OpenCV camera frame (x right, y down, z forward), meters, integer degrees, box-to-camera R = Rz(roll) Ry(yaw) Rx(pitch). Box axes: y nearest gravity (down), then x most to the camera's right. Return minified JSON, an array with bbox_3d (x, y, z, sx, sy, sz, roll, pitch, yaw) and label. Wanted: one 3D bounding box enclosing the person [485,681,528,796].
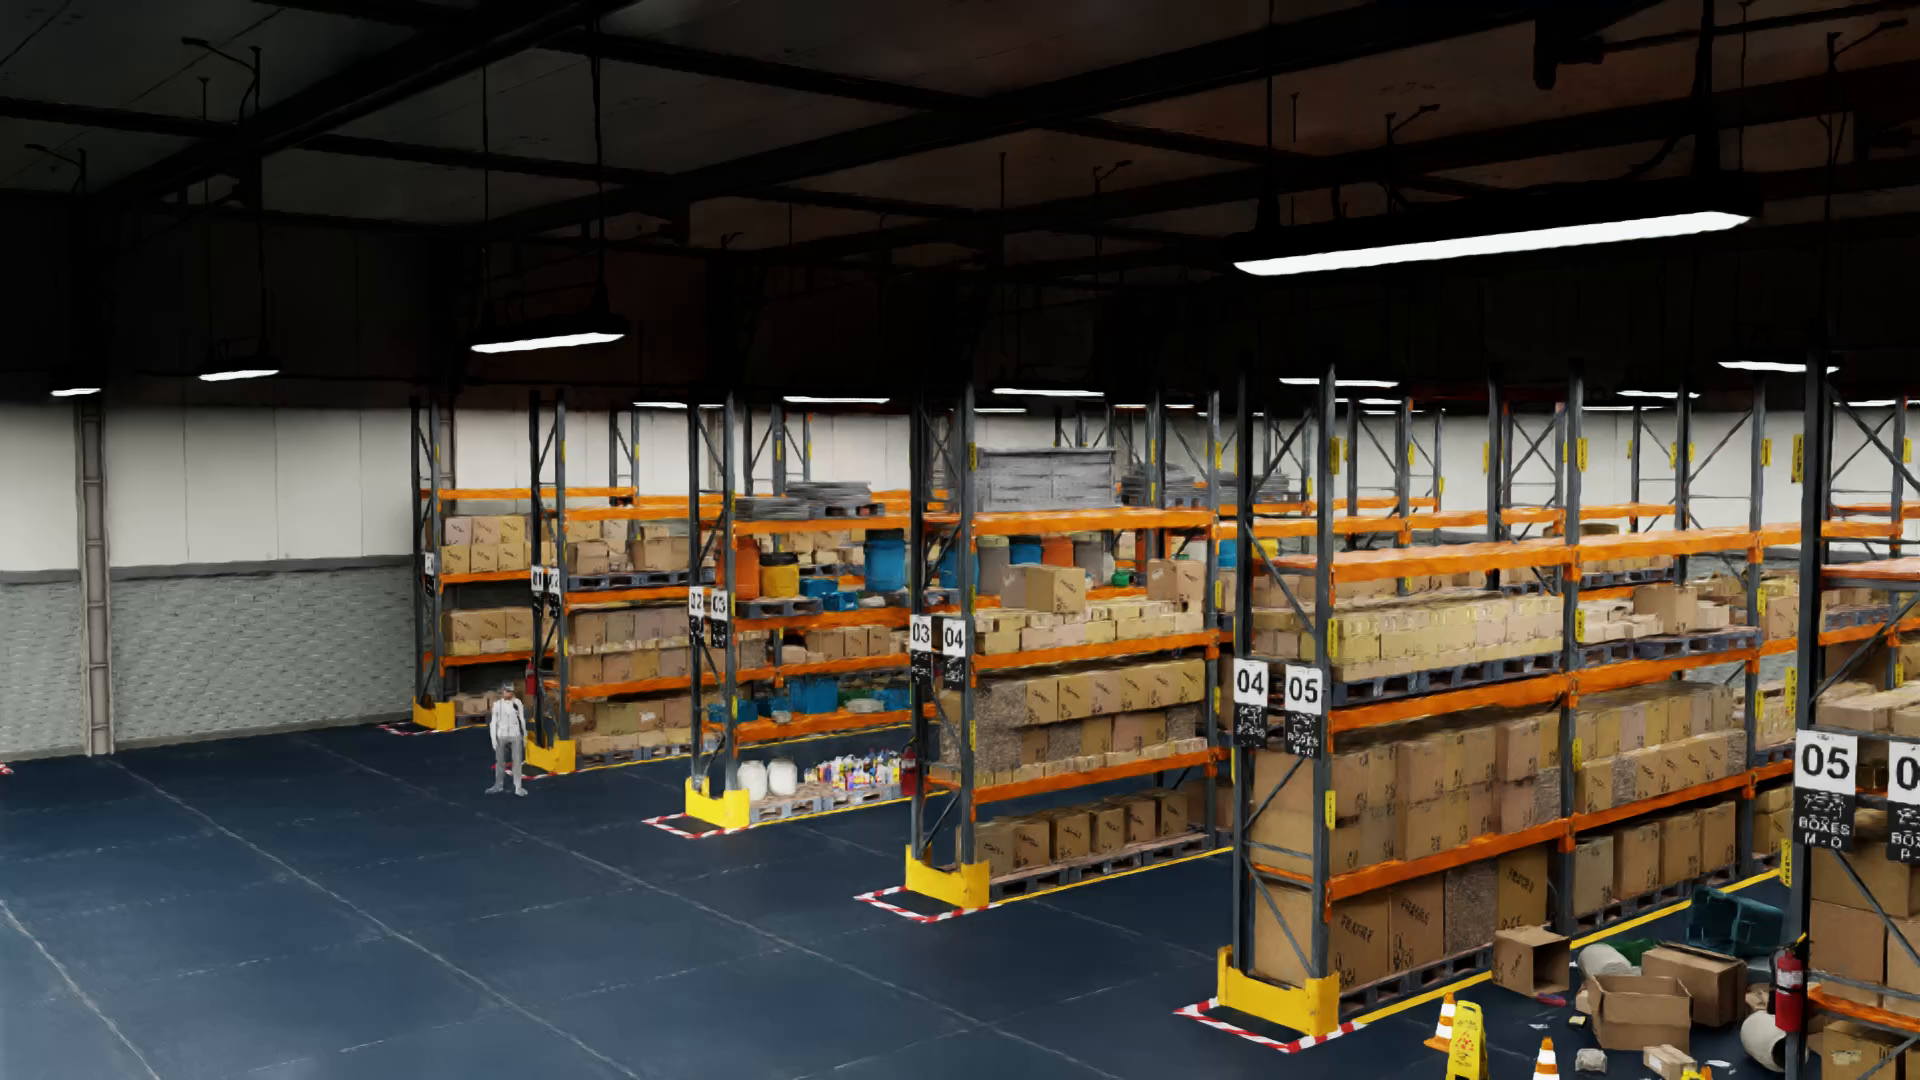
[{"bbox_3d":[-6.652,2.891,24.347,0.629,1.679,0.418,-1,3,-13],"label":"person"}]
